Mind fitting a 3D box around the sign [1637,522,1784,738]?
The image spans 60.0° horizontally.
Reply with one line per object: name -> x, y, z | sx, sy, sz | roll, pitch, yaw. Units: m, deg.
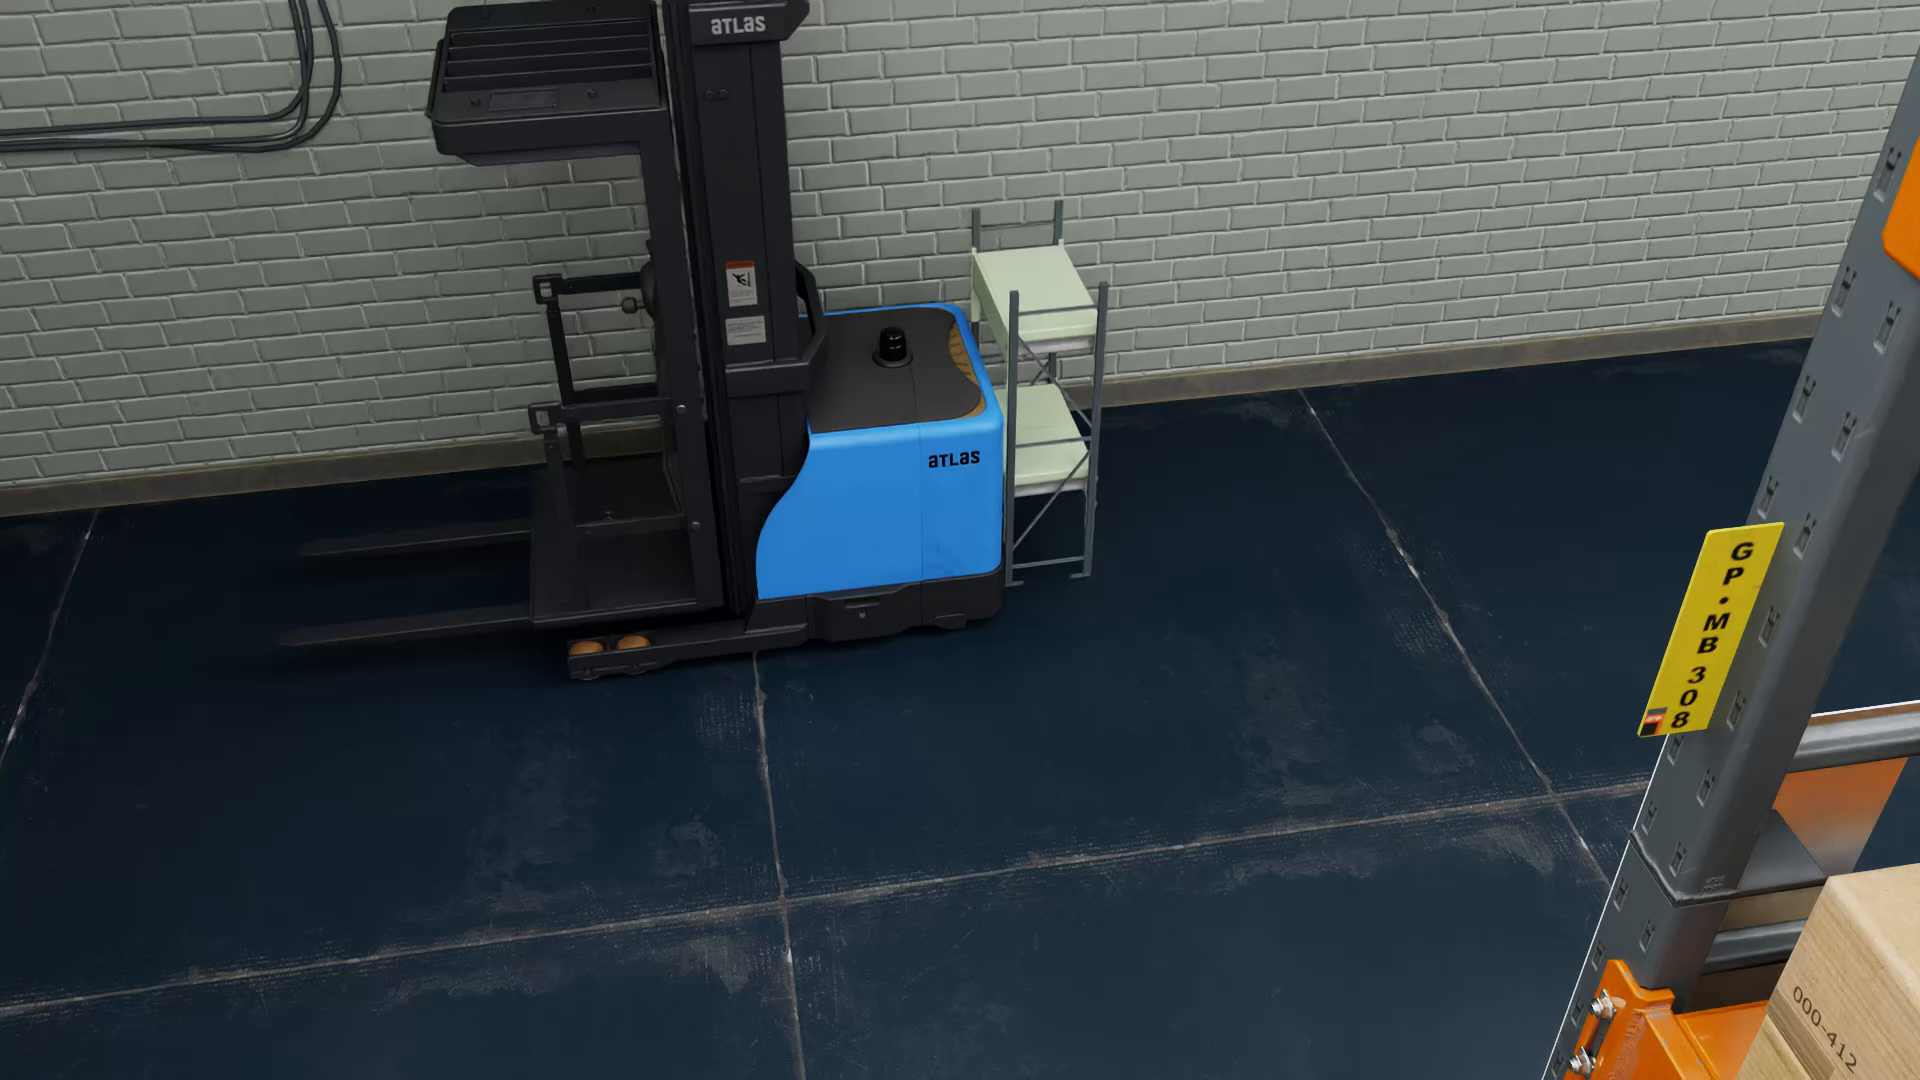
sign -> 0.902, 0.114, 2.001 | 0.100, 0.325, 0.005 | -6, 38, -8

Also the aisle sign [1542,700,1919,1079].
aisle sign -> 1.136, 0.549, 2.480 | 0.394, 0.787, 0.004 | -6, 38, -8

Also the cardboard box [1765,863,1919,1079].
cardboard box -> 1.270, 0.601, 1.802 | 0.500, 0.250, 0.500 | -6, 38, -8

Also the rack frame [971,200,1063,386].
rack frame -> 0.248, -0.851, 7.623 | 0.400, 1.500, 0.023 | -7, 38, -9

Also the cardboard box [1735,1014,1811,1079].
cardboard box -> 1.276, 0.797, 1.956 | 0.500, 0.250, 0.500 | -6, 38, -8

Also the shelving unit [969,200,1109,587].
shelving unit -> 0.321, -0.631, 7.340 | 0.431, 1.500, 0.755 | -7, 38, -9

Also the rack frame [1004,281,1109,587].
rack frame -> 0.395, -0.411, 7.056 | 0.400, 1.500, 0.023 | -7, 38, -9

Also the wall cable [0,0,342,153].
wall cable -> -4.079, -2.477, 6.135 | 3.097, 2.526, 0.112 | -6, 38, -8

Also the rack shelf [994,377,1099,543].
rack shelf -> 0.321, -0.373, 7.540 | 0.431, 0.370, 0.720 | -7, 38, -9

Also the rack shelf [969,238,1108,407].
rack shelf -> 0.321, -0.939, 7.100 | 0.431, 0.370, 0.720 | -7, 38, -9

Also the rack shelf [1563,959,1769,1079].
rack shelf -> 1.787, 1.893, 1.010 | 1.077, 0.370, 4.000 | -6, 38, -8

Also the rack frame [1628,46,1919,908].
rack frame -> 1.437, -0.784, 1.424 | 1.000, 3.000, 0.127 | -6, 38, -8

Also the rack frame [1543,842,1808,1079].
rack frame -> 1.437, 1.585, 3.265 | 1.000, 3.000, 0.127 | -6, 38, -8

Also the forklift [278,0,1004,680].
forklift -> -1.377, -0.921, 6.546 | 3.031, 2.935, 1.130 | -6, 38, -8
